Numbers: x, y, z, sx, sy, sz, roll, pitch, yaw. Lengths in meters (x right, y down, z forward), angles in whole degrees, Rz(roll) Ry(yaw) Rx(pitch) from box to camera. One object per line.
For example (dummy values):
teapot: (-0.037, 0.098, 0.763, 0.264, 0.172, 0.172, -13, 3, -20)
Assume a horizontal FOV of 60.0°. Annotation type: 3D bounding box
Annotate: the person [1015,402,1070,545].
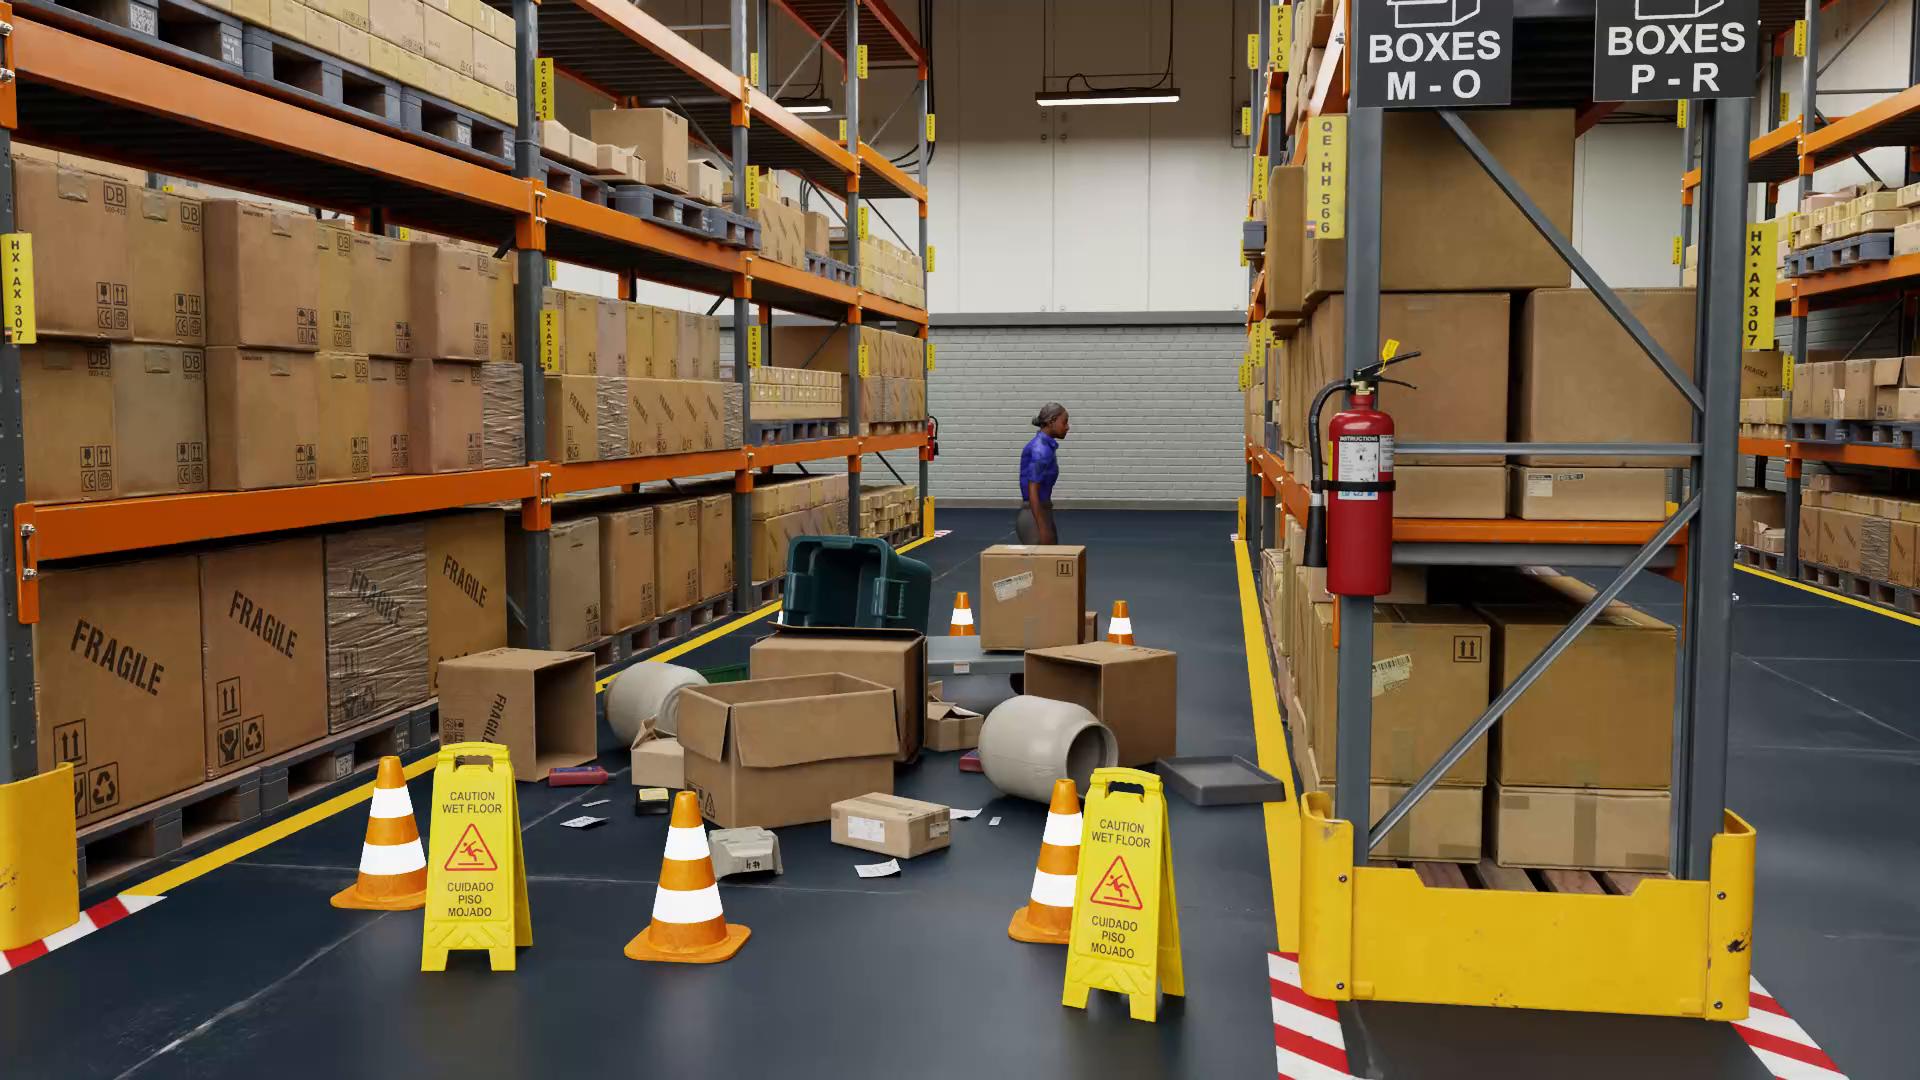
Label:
person: (0.547, -0.087, 11.016, 0.349, 1.655, 0.509, 1, 5, 8)
